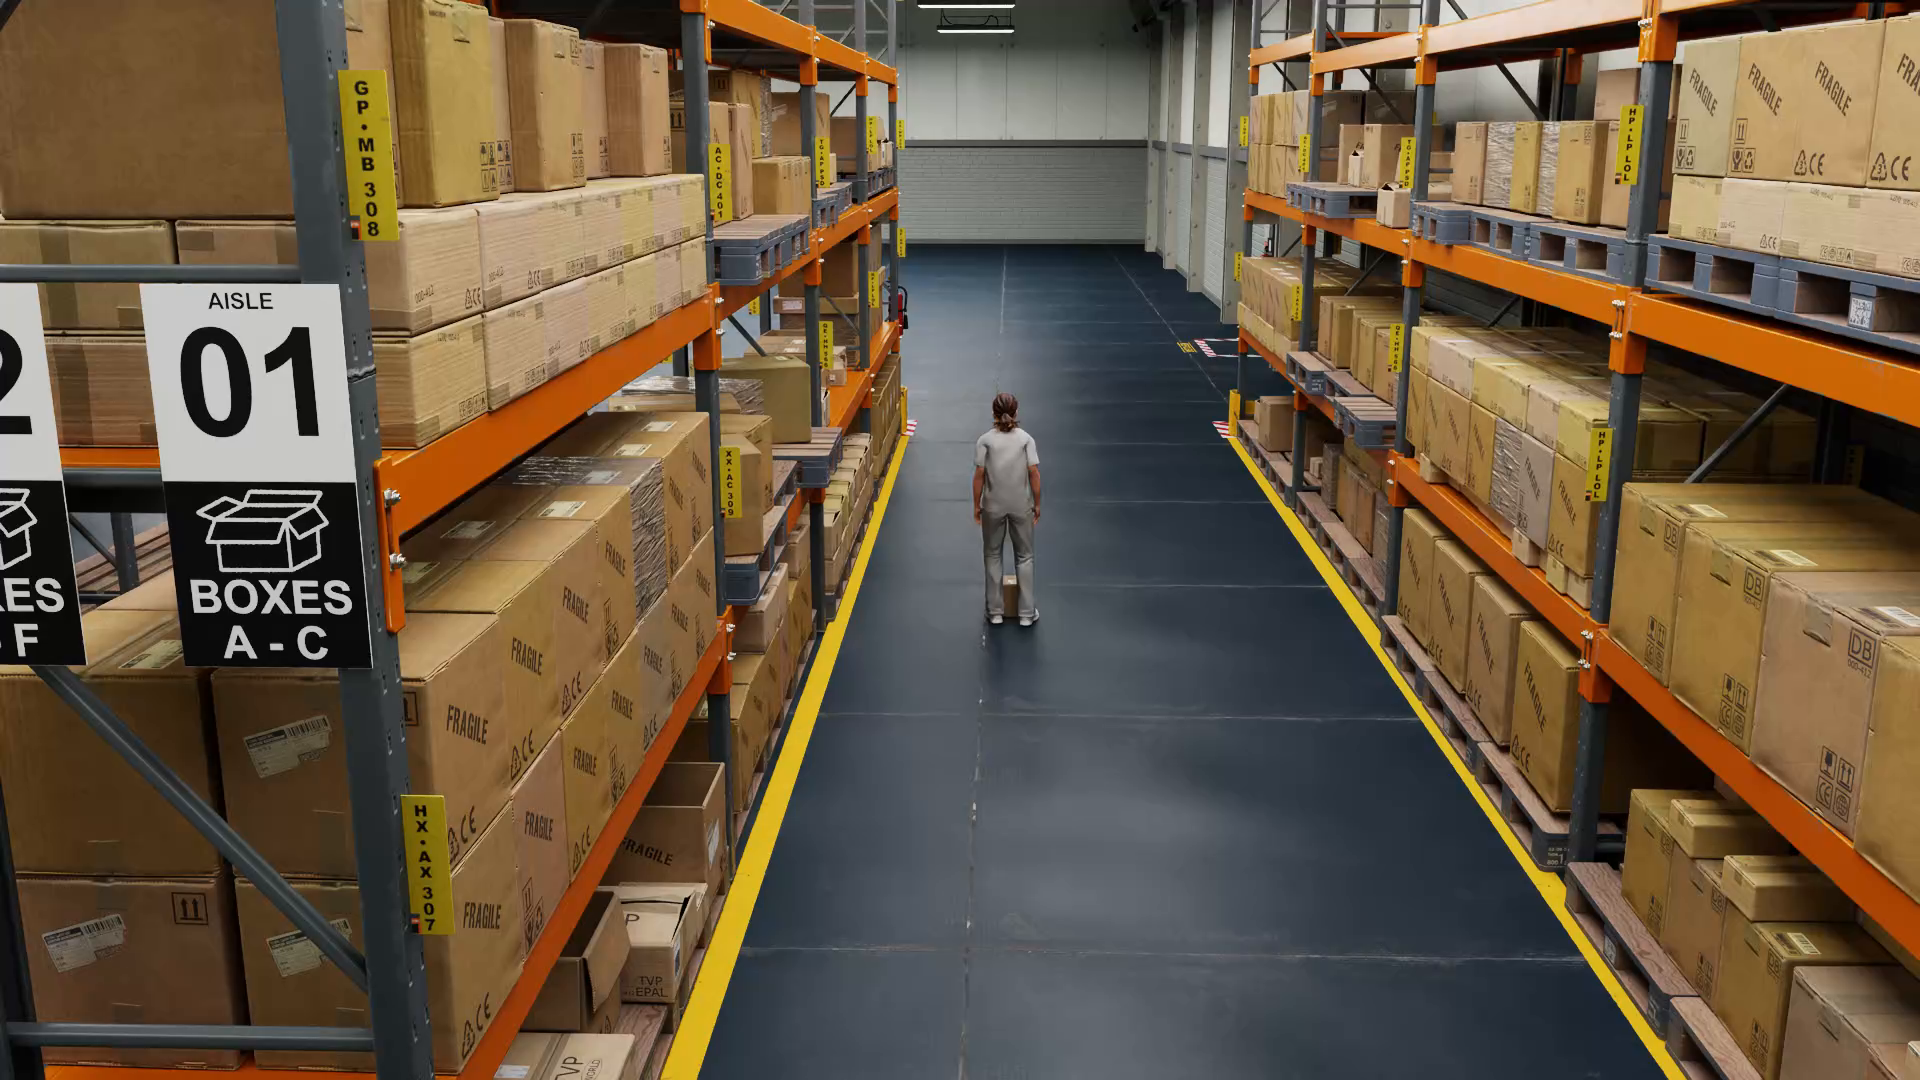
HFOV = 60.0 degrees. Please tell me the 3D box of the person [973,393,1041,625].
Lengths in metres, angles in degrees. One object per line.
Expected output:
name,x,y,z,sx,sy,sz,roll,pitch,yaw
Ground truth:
person,0.334,-0.222,11.894,0.488,1.672,0.413,0,14,0
